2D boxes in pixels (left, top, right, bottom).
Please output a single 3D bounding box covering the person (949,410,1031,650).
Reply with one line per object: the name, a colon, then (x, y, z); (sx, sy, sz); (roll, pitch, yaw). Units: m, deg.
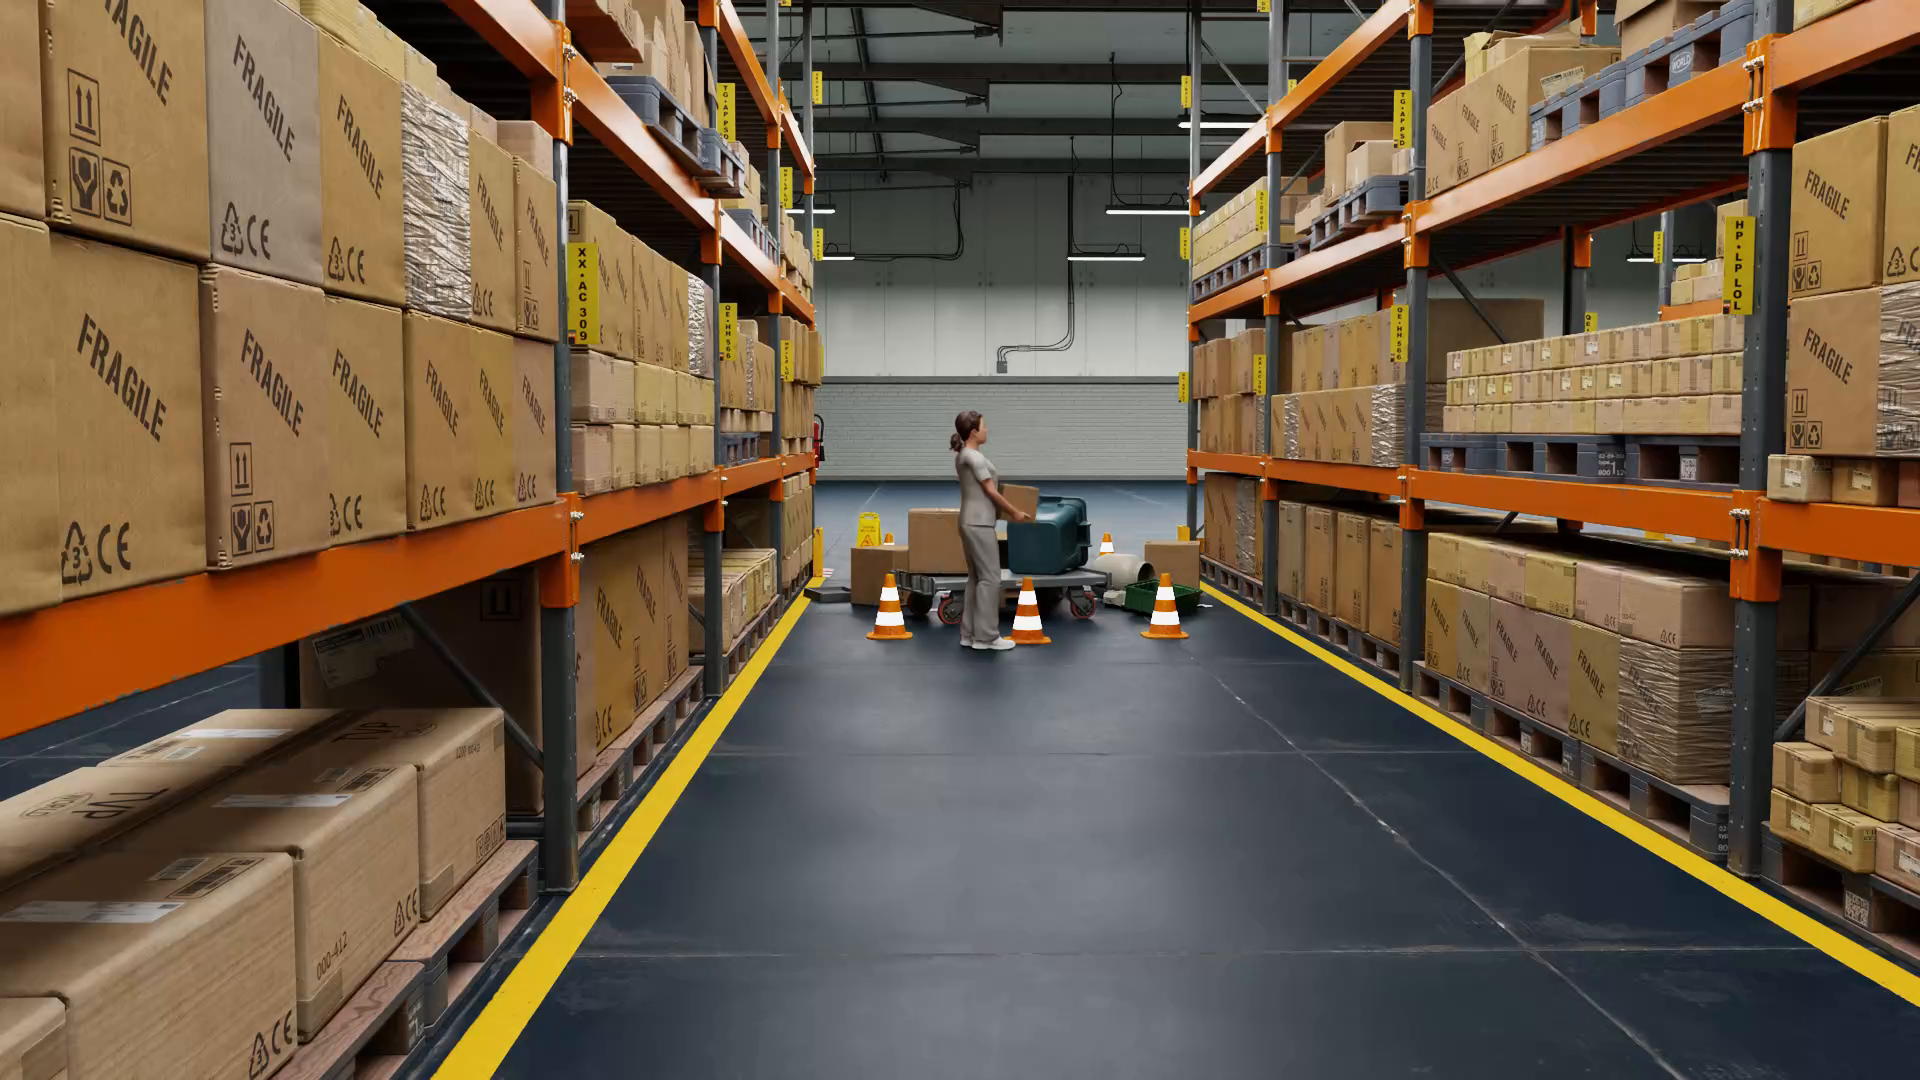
person: (0.198, -0.073, 11.640); (0.556, 1.665, 0.436); (-1, 4, -10)
